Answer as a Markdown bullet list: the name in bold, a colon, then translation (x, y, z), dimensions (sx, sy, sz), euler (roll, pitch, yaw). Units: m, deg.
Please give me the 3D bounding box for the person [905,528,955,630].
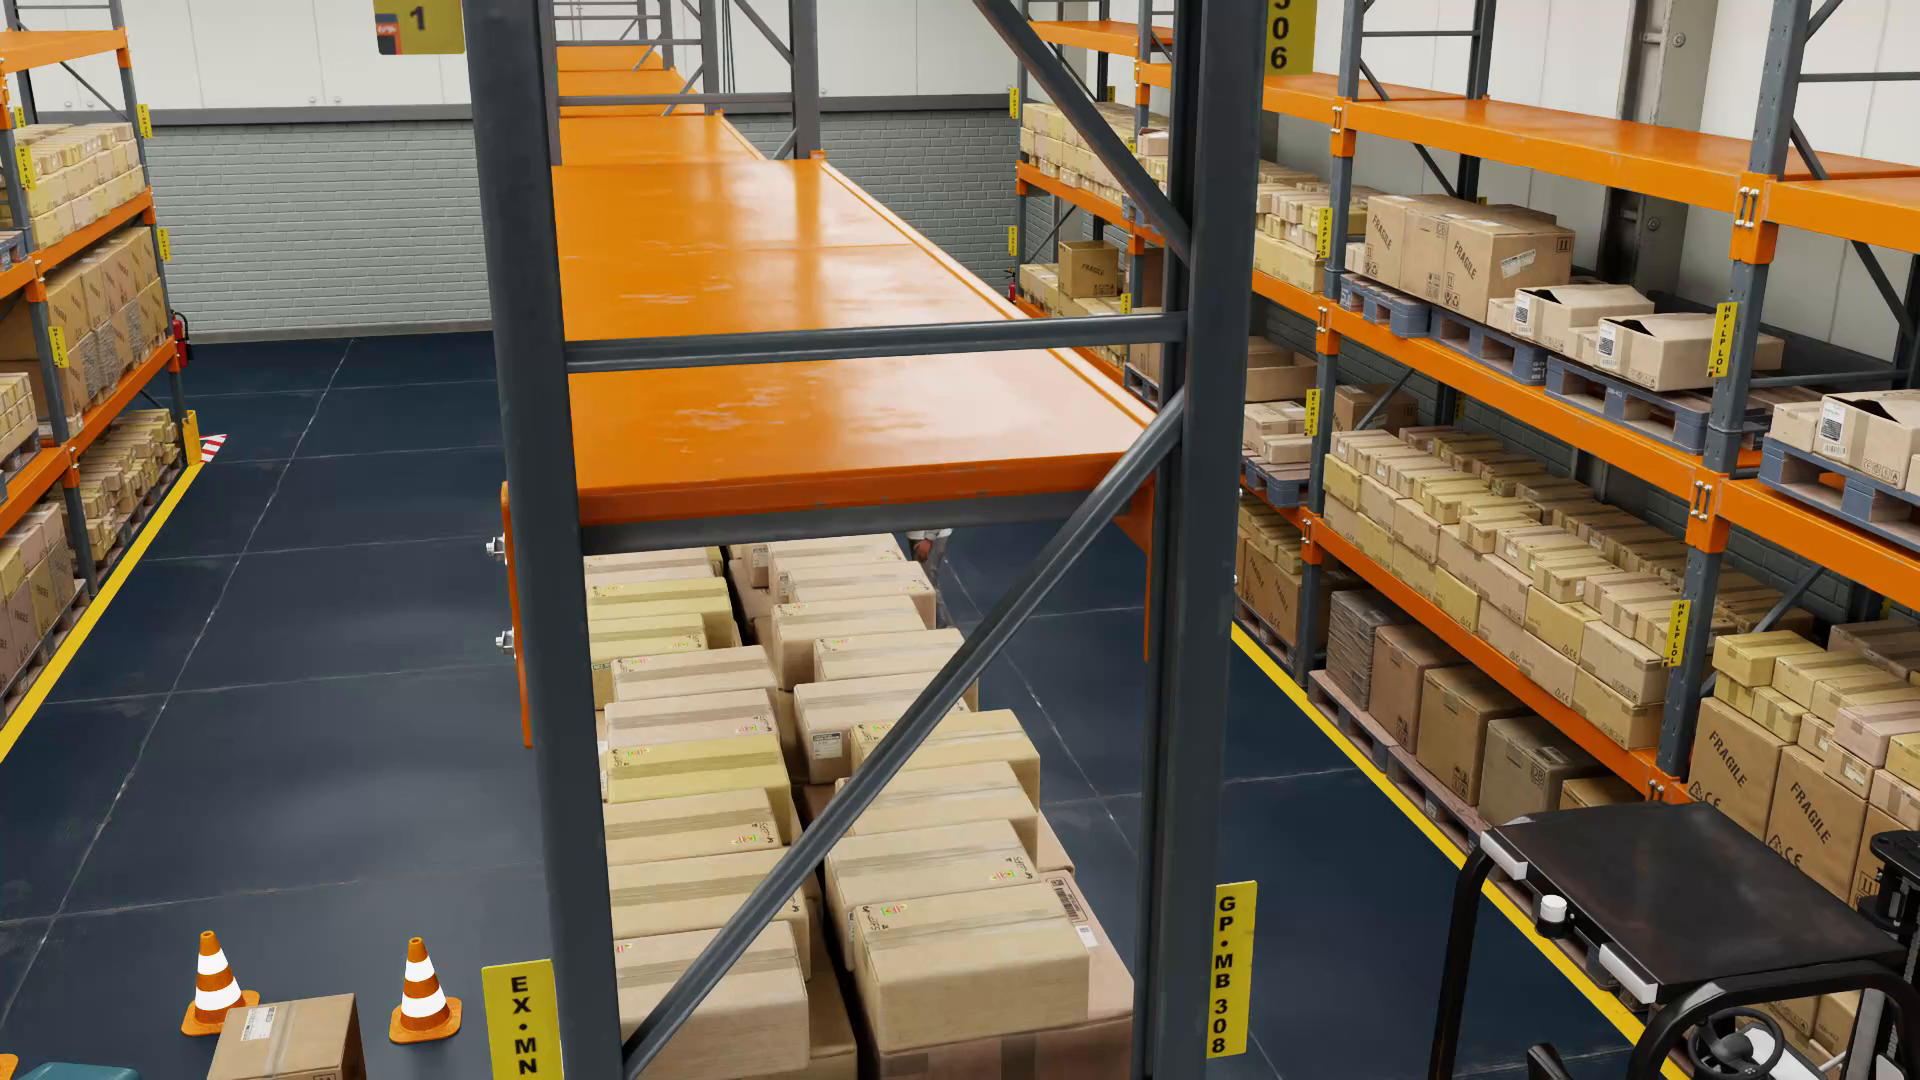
- **person**: translation (-0.242, -0.050, 12.455), dimensions (0.381, 1.781, 0.545), euler (-4, 20, -12)
